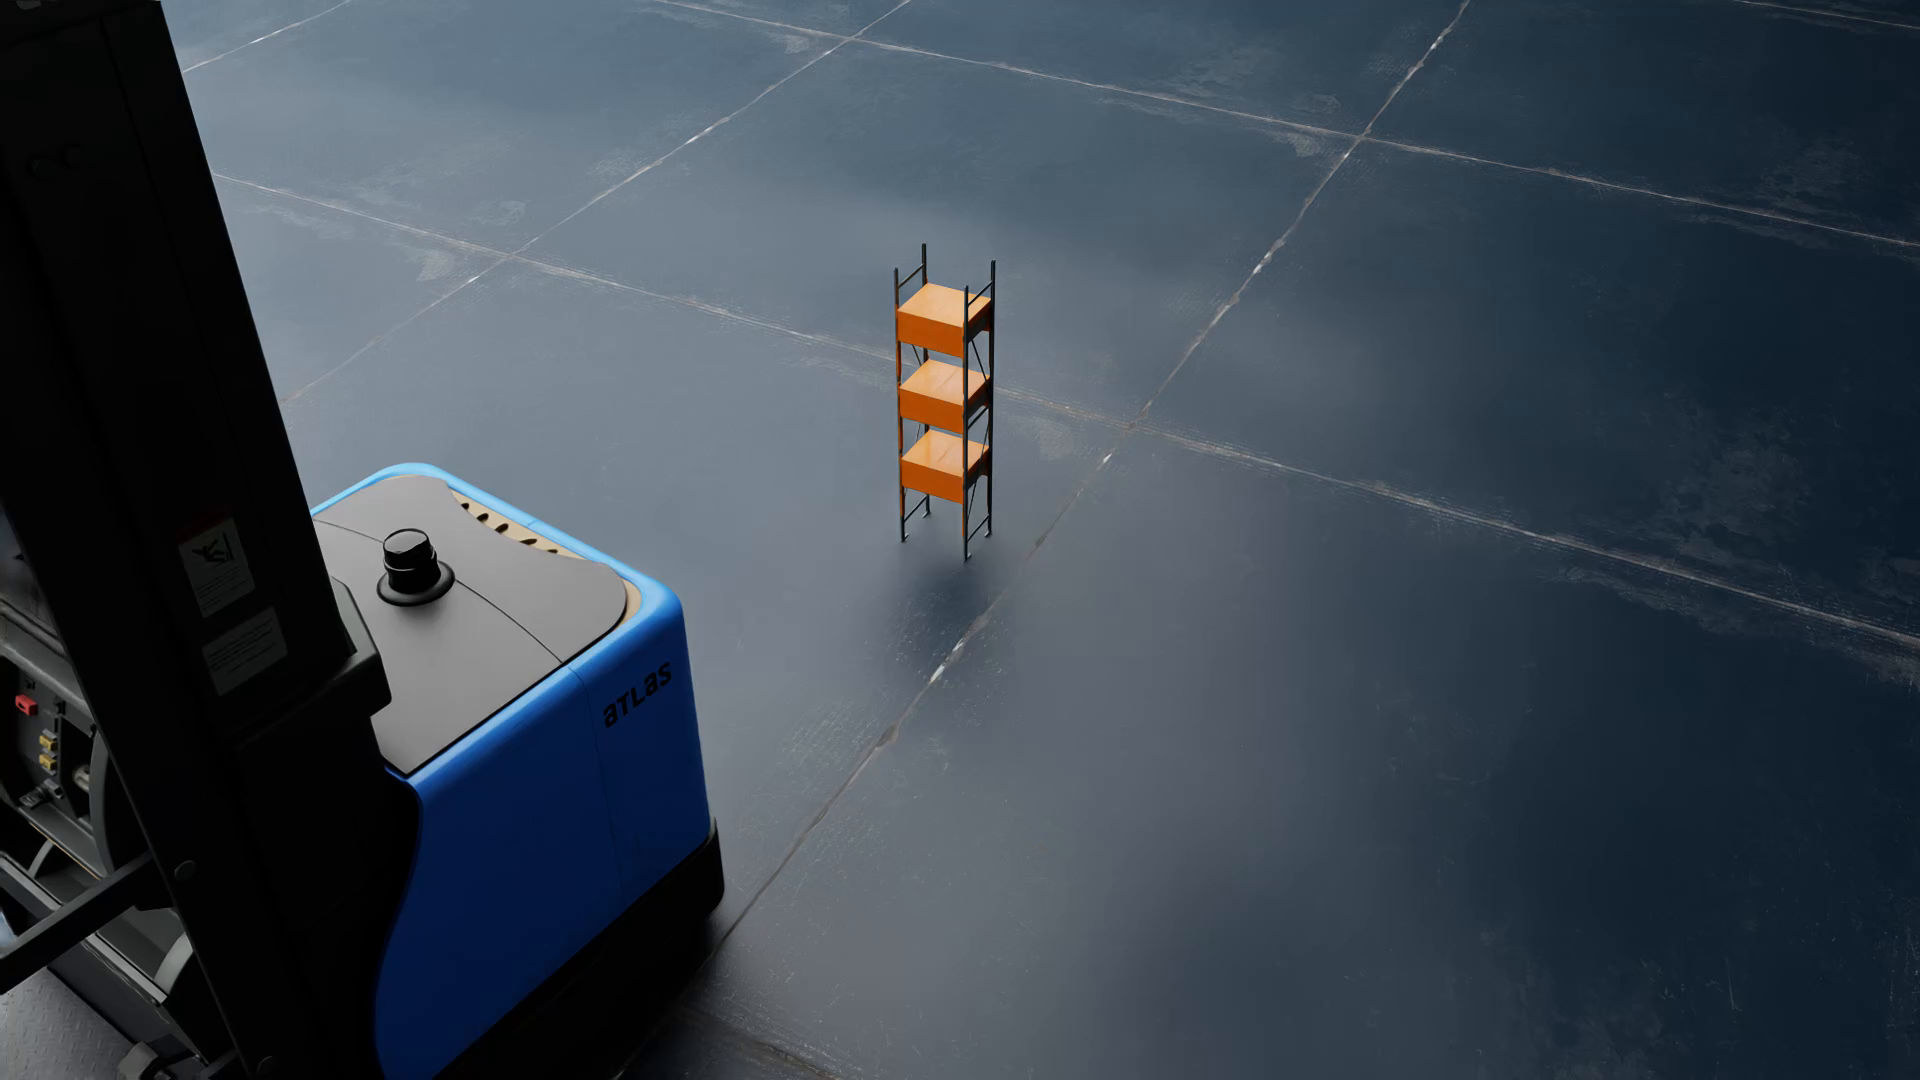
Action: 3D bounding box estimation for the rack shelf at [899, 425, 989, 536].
[{"bbox_3d":[-0.048,-0.203,5.627,0.240,0.259,0.215,17,41,21],"label":"rack shelf"}]

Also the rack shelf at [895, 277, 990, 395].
[{"bbox_3d":[-0.048,-0.651,5.287,0.240,0.259,0.215,17,41,21],"label":"rack shelf"}]

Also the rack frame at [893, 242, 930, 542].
[{"bbox_3d":[-0.156,-0.467,5.497,0.008,1.050,0.200,17,41,21],"label":"rack frame"}]

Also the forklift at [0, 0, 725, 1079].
[{"bbox_3d":[-1.903,0.354,2.859,1.130,2.935,3.031,24,43,28],"label":"forklift"}]

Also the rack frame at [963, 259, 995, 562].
[{"bbox_3d":[0.061,-0.399,5.407,0.008,1.050,0.200,17,41,21],"label":"rack frame"}]

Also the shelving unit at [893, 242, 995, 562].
[{"bbox_3d":[-0.048,-0.433,5.452,0.252,1.050,0.215,17,41,21],"label":"shelving unit"}]

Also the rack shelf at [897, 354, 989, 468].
[{"bbox_3d":[-0.048,-0.425,5.459,0.240,0.259,0.215,17,41,21],"label":"rack shelf"}]
